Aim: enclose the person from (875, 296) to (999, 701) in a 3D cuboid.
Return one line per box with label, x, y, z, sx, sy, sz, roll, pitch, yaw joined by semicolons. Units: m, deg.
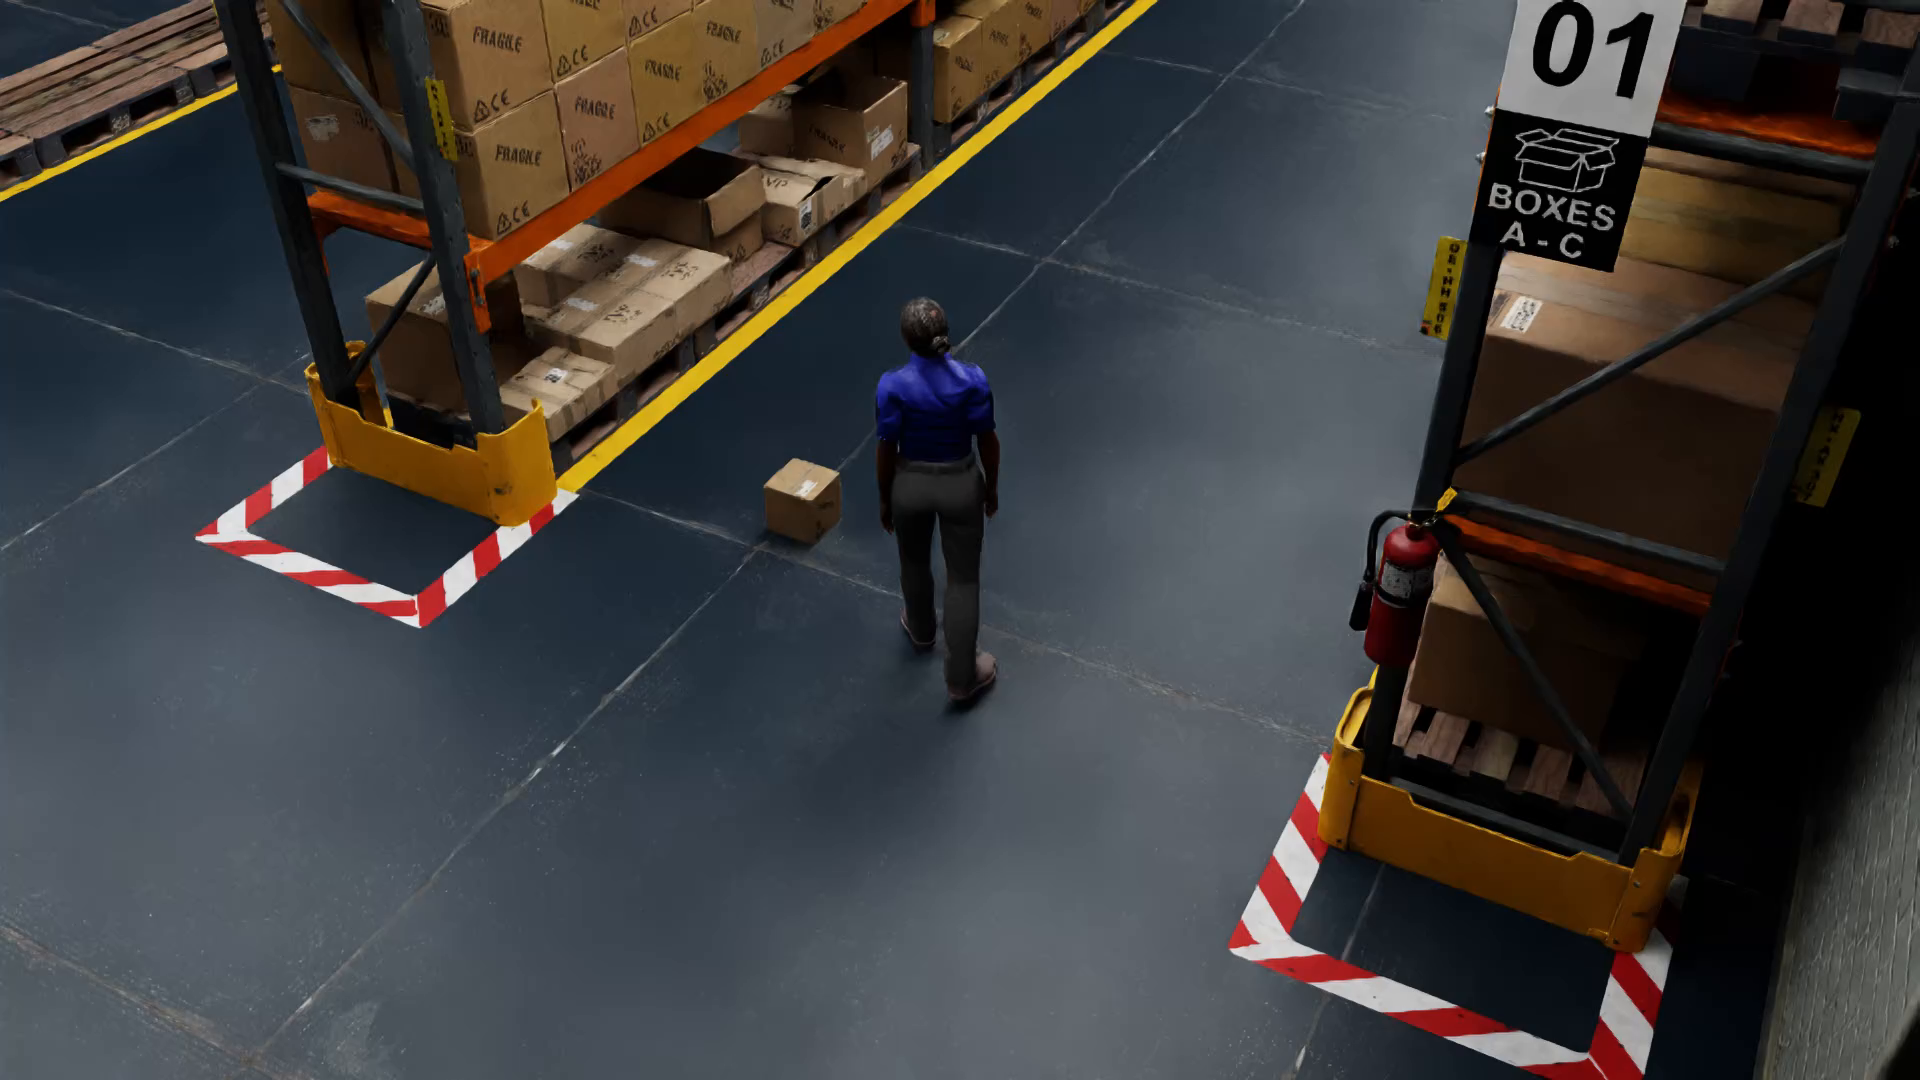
person;-0.085;-0.165;6.367;0.469;1.654;0.650;0;38;0
